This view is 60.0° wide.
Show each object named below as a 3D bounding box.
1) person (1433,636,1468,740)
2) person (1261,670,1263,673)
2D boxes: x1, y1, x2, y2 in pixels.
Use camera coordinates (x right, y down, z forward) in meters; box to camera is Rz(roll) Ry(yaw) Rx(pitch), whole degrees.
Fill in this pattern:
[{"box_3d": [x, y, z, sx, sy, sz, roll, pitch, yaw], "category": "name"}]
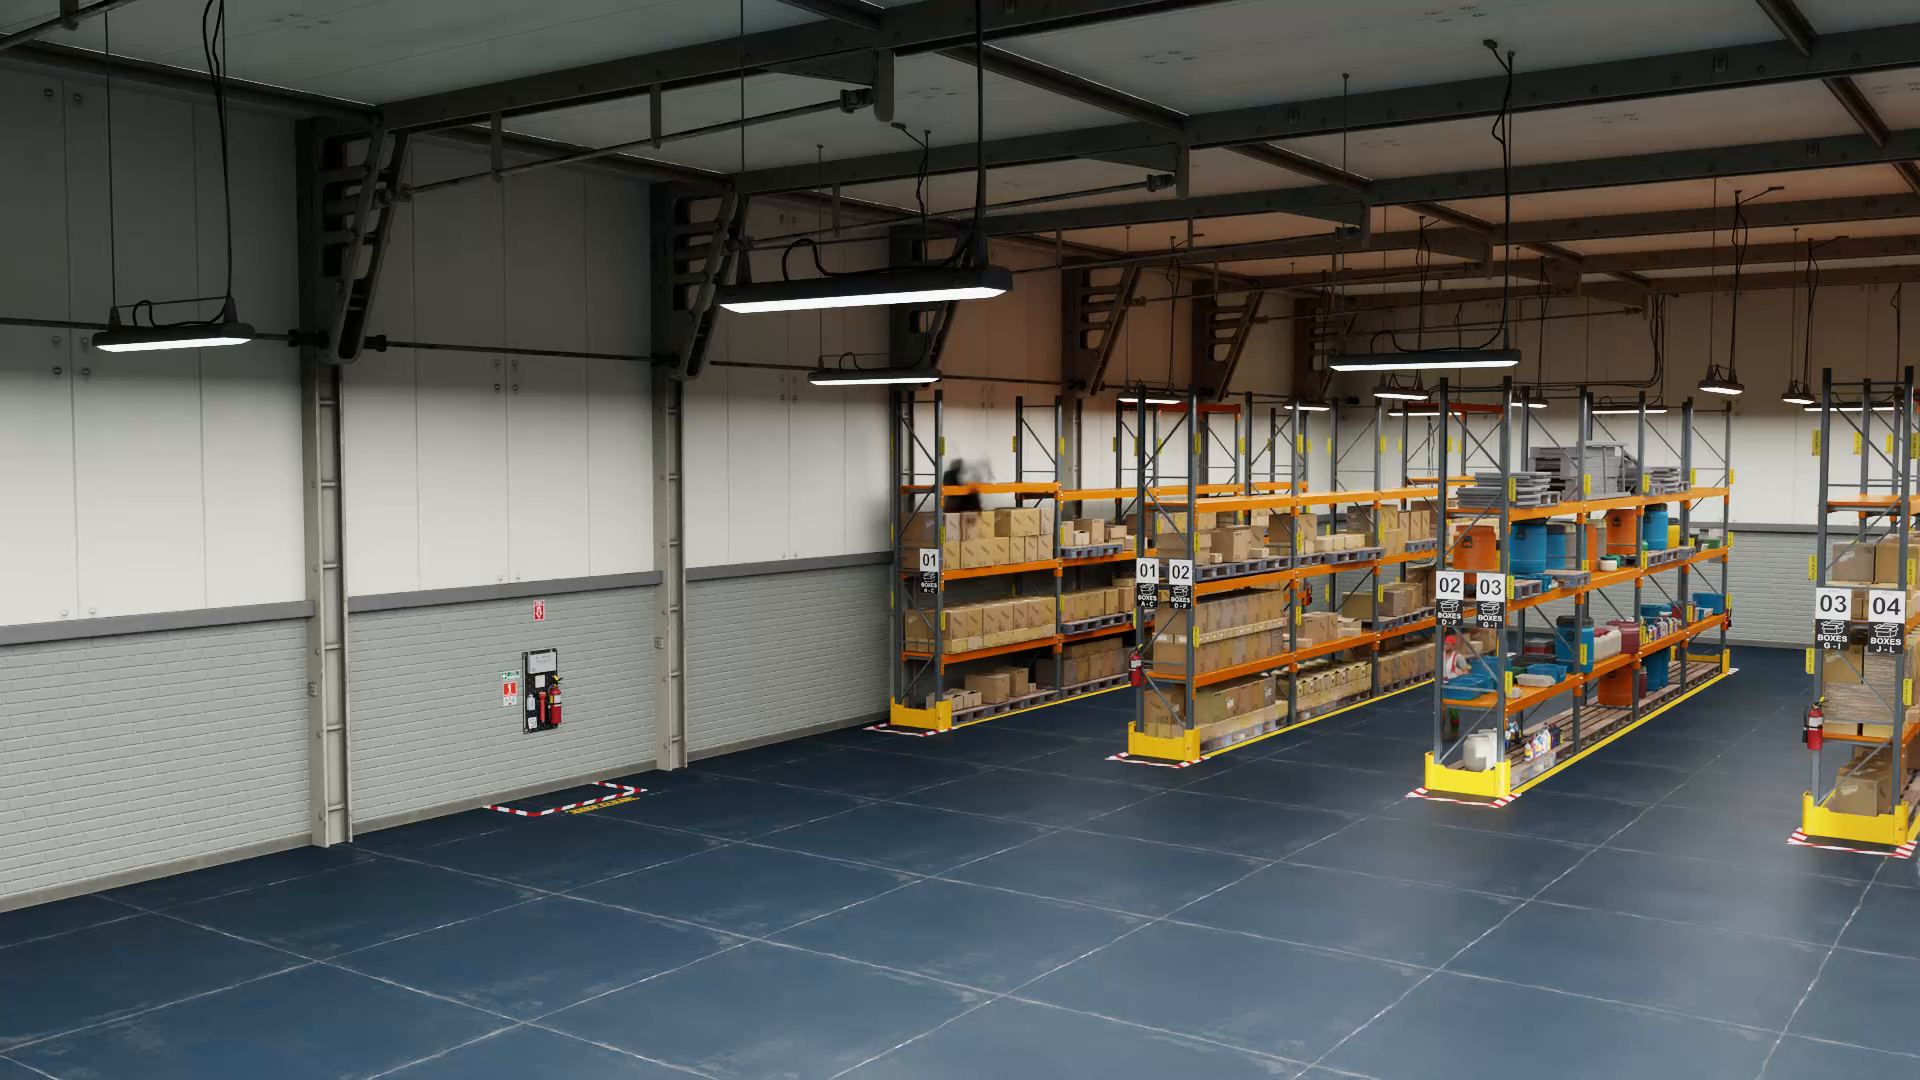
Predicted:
[{"box_3d": [8.275, 2.537, 28.146, 0.637, 1.834, 0.767, 2, 4, 34], "category": "person"}, {"box_3d": [5.967, 2.367, 33.178, 0.541, 1.562, 0.586, 2, 4, 29], "category": "person"}]
